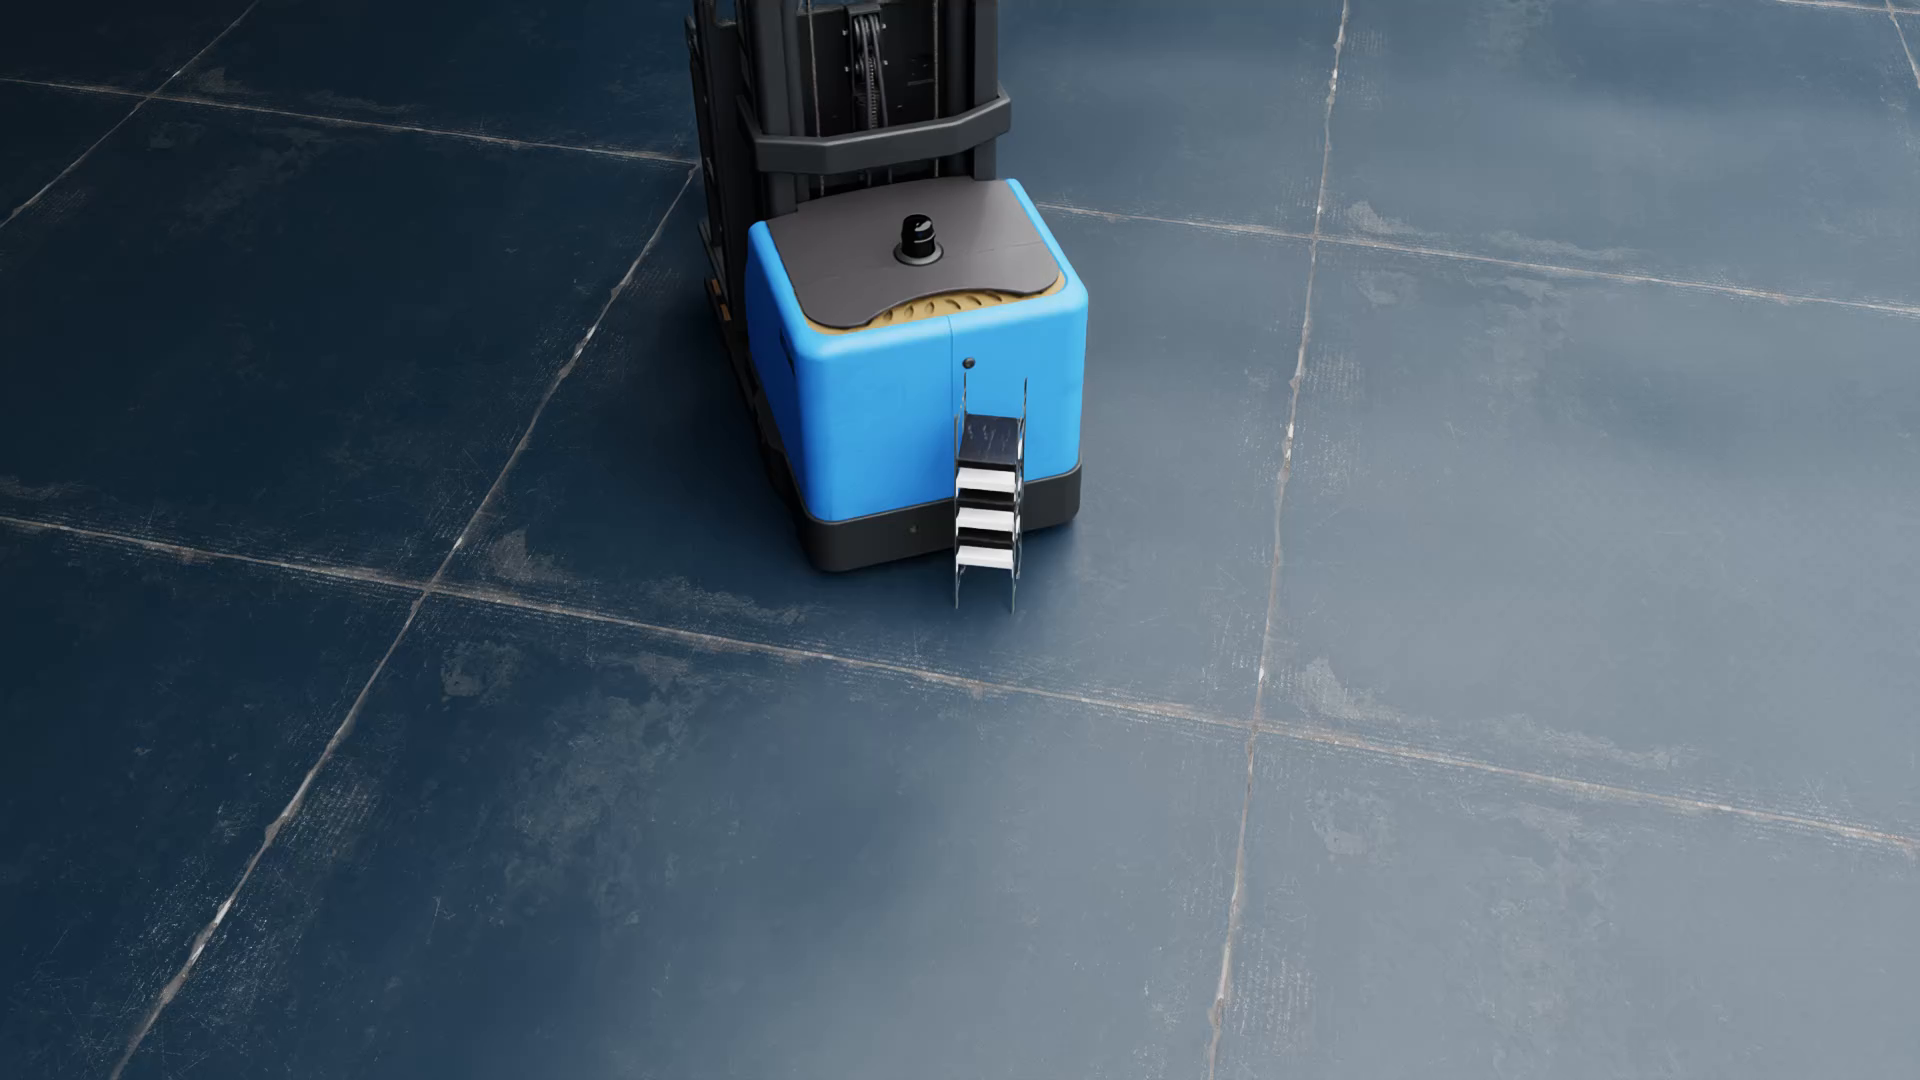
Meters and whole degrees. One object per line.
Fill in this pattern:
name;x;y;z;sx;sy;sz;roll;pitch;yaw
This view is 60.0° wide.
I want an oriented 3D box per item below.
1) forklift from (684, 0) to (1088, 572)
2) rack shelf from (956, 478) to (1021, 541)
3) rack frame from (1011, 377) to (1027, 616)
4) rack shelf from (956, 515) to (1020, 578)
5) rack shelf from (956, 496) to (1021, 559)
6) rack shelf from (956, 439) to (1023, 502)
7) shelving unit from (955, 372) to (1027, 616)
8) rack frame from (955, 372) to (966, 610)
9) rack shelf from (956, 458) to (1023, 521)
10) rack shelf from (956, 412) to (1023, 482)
forklift;-0.477;-1.979;6.193;1.130;2.935;3.031;-12;45;-12
rack shelf;0.103;-0.120;5.774;0.200;0.077;0.258;6;44;6
rack frame;0.203;-0.134;5.741;0.006;0.900;0.240;6;44;6
rack shelf;0.103;0.009;5.899;0.200;0.077;0.258;6;44;6
rack shelf;0.103;-0.055;5.836;0.200;0.077;0.258;6;44;6
rack shelf;0.103;-0.250;5.649;0.200;0.077;0.258;6;44;6
shelving unit;0.103;-0.144;5.751;0.210;0.900;0.258;6;44;6
rack frame;0.002;-0.154;5.761;0.006;0.900;0.240;6;44;6
rack shelf;0.103;-0.185;5.712;0.200;0.077;0.258;6;44;6
rack shelf;0.103;-0.315;5.587;0.200;0.077;0.258;6;44;6
